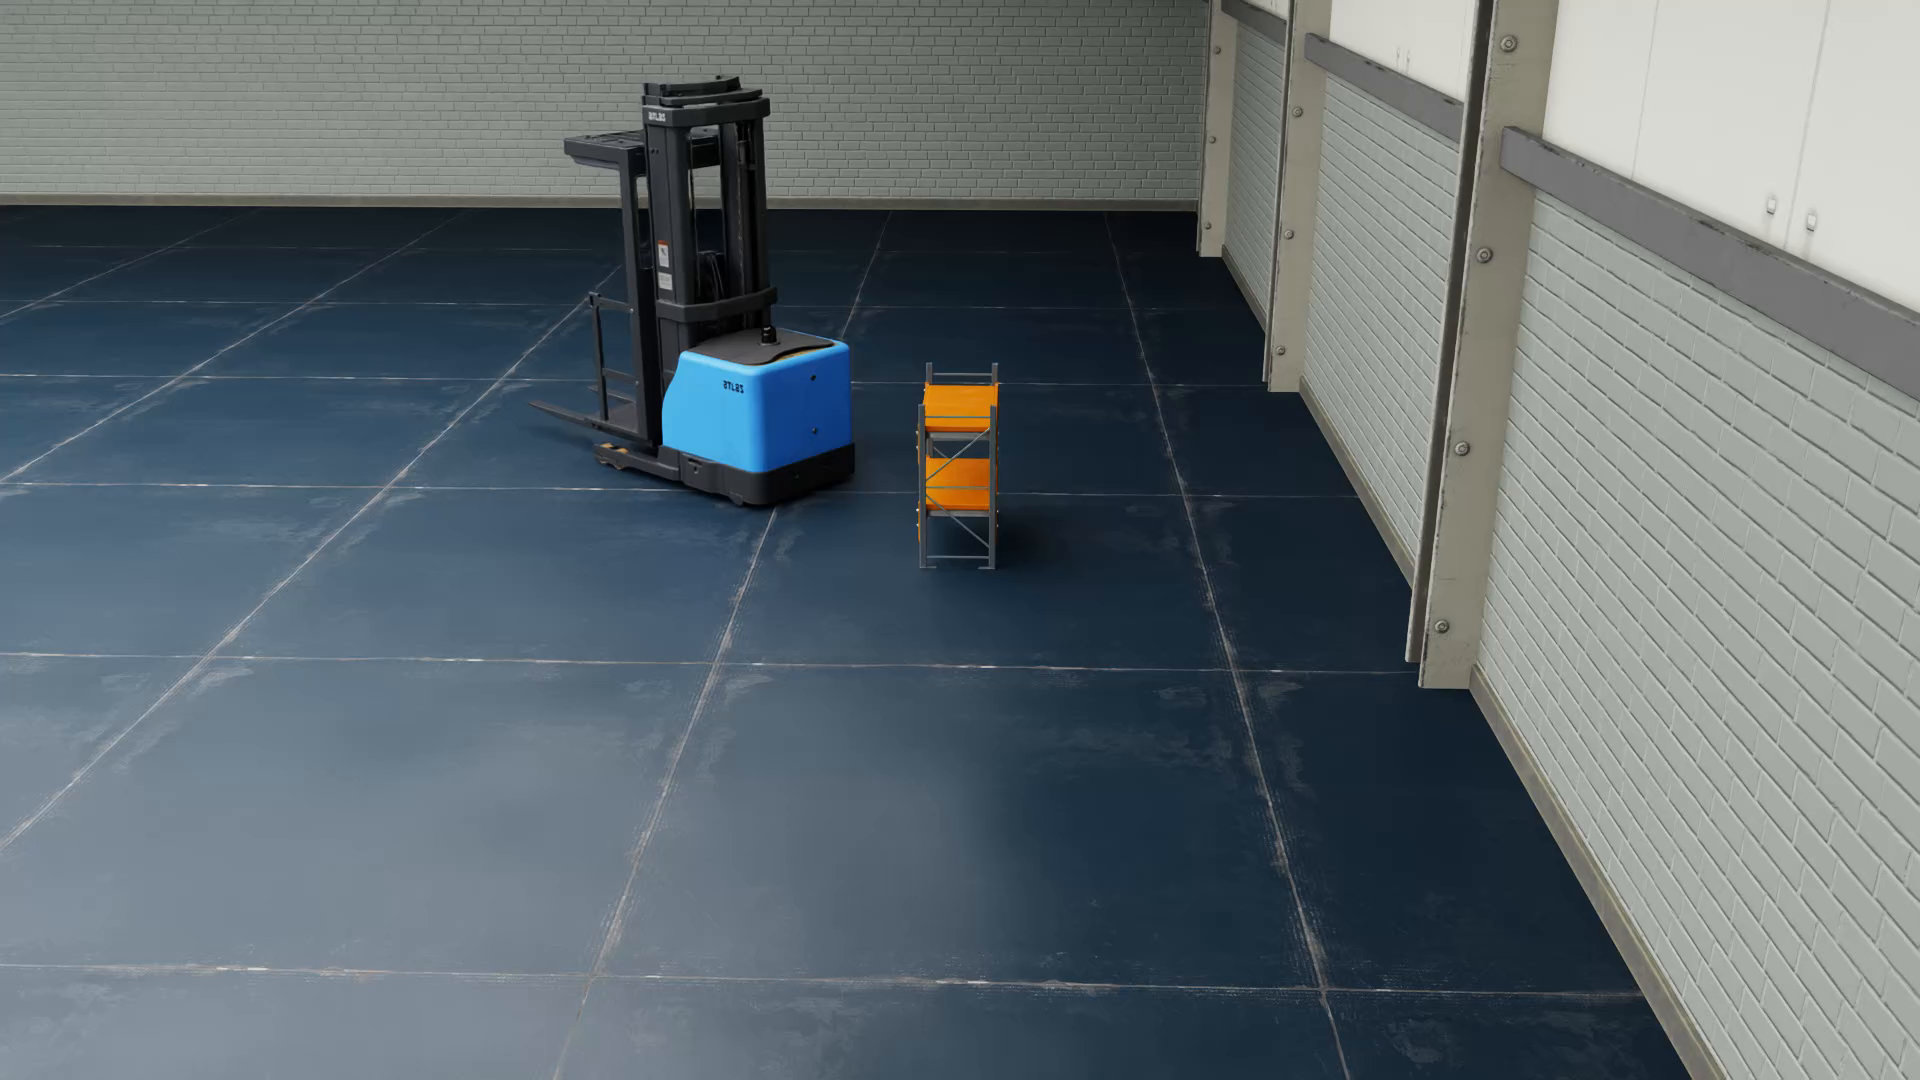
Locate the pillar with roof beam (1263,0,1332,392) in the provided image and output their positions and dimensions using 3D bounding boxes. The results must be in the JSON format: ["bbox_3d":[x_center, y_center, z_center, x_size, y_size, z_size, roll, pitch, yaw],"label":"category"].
[{"bbox_3d":[-1.365,-5.647,13.643,9.100,9.000,0.400,1,21,2],"label":"pillar with roof beam"}]

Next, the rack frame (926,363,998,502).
[{"bbox_3d":[0.015,-0.706,11.793,0.500,1.125,0.032,1,21,2],"label":"rack frame"}]

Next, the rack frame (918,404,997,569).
[{"bbox_3d":[-0.016,-0.338,10.845,0.500,1.125,0.032,1,21,2],"label":"rack frame"}]

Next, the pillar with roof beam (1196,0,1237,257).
[{"bbox_3d":[-1.182,-7.817,19.234,9.100,9.000,0.400,1,21,2],"label":"pillar with roof beam"}]

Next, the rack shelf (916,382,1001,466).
[{"bbox_3d":[0.000,-0.795,11.213,0.538,0.278,1.000,1,21,2],"label":"rack shelf"}]

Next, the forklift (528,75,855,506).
[{"bbox_3d":[-2.244,-2.039,12.732,3.031,2.935,1.130,17,27,38],"label":"forklift"}]

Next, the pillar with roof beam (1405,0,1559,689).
[{"bbox_3d":[-1.547,-3.478,8.052,9.100,9.000,0.400,1,21,2],"label":"pillar with roof beam"}]

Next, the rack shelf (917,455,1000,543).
[{"bbox_3d":[0.000,-0.294,11.408,0.538,0.278,1.000,1,21,2],"label":"rack shelf"}]

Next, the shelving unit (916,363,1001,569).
[{"bbox_3d":[0.000,-0.522,11.319,0.538,1.125,1.048,1,21,2],"label":"shelving unit"}]
